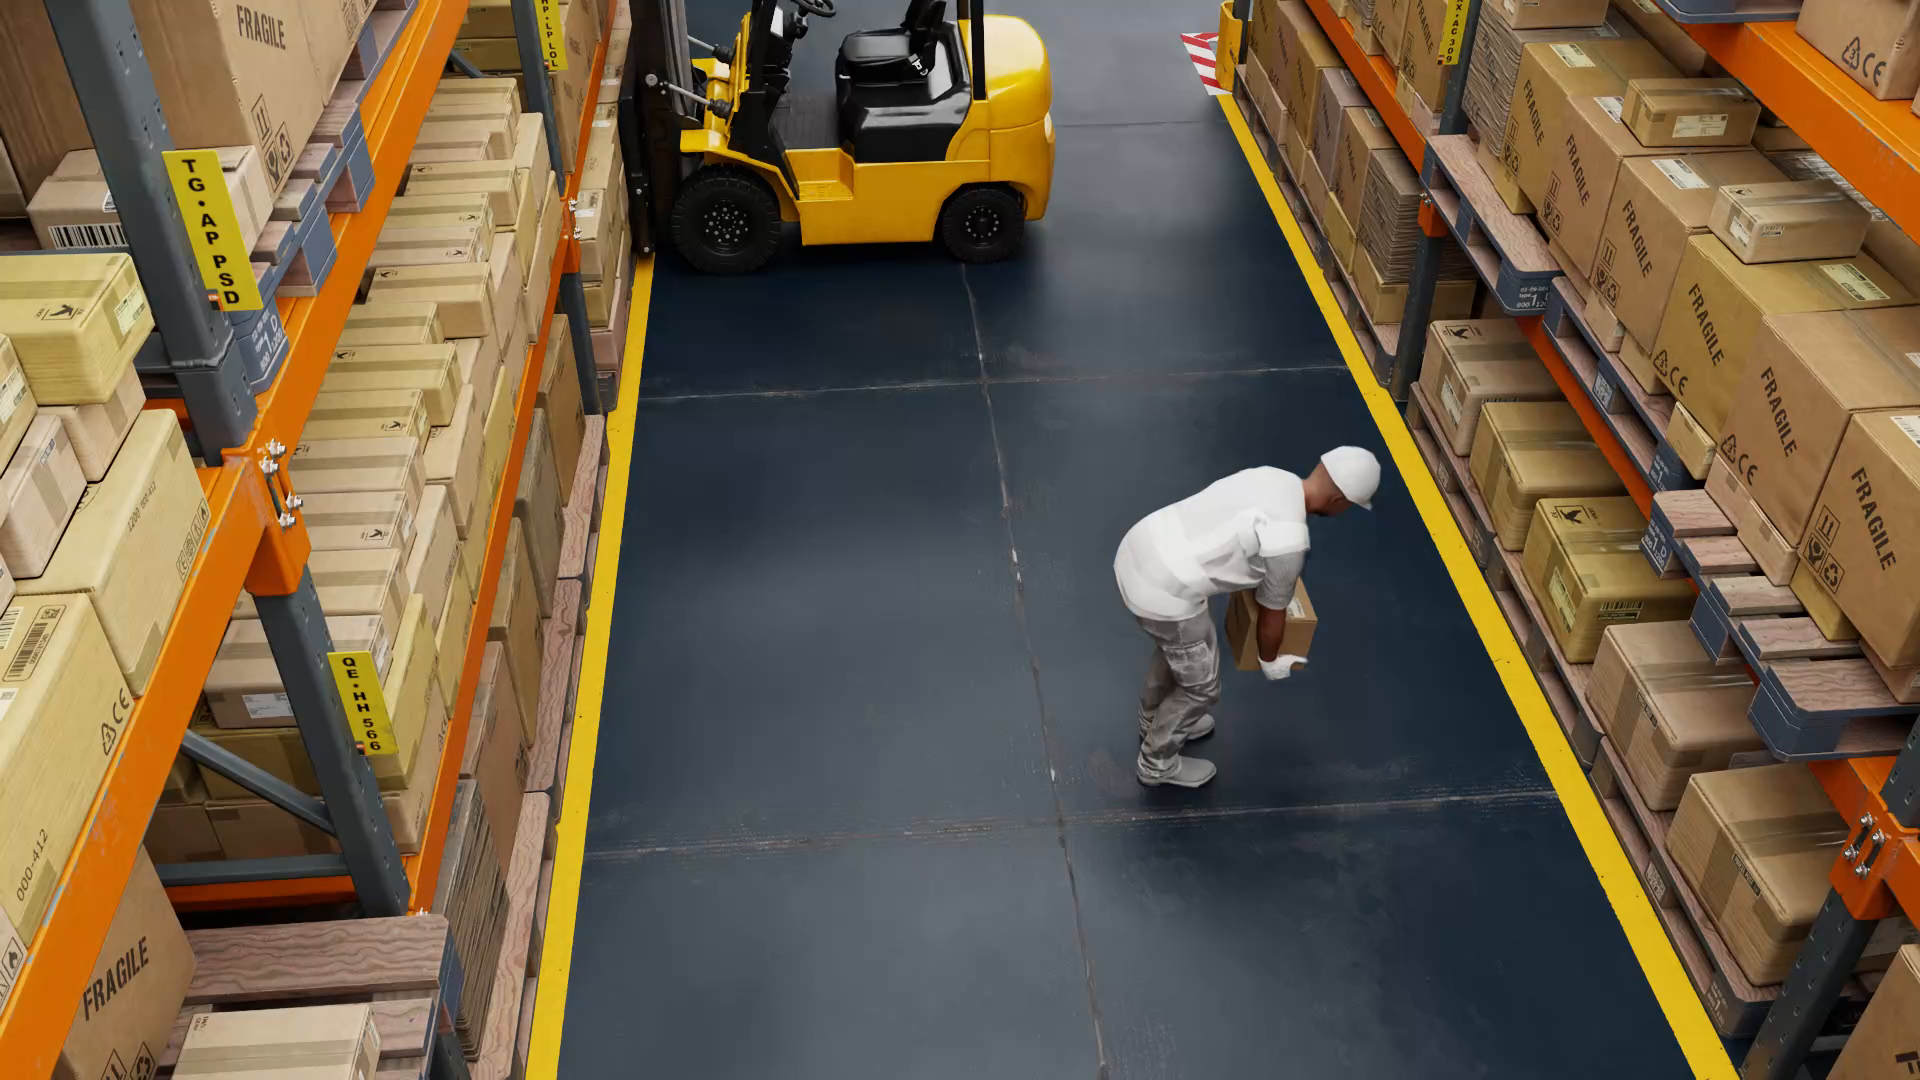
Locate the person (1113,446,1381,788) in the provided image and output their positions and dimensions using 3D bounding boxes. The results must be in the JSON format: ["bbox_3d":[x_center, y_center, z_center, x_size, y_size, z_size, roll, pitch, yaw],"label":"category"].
[{"bbox_3d":[1.011,0.267,6.105,0.902,1.404,0.484,-4,39,-5],"label":"person"}]
